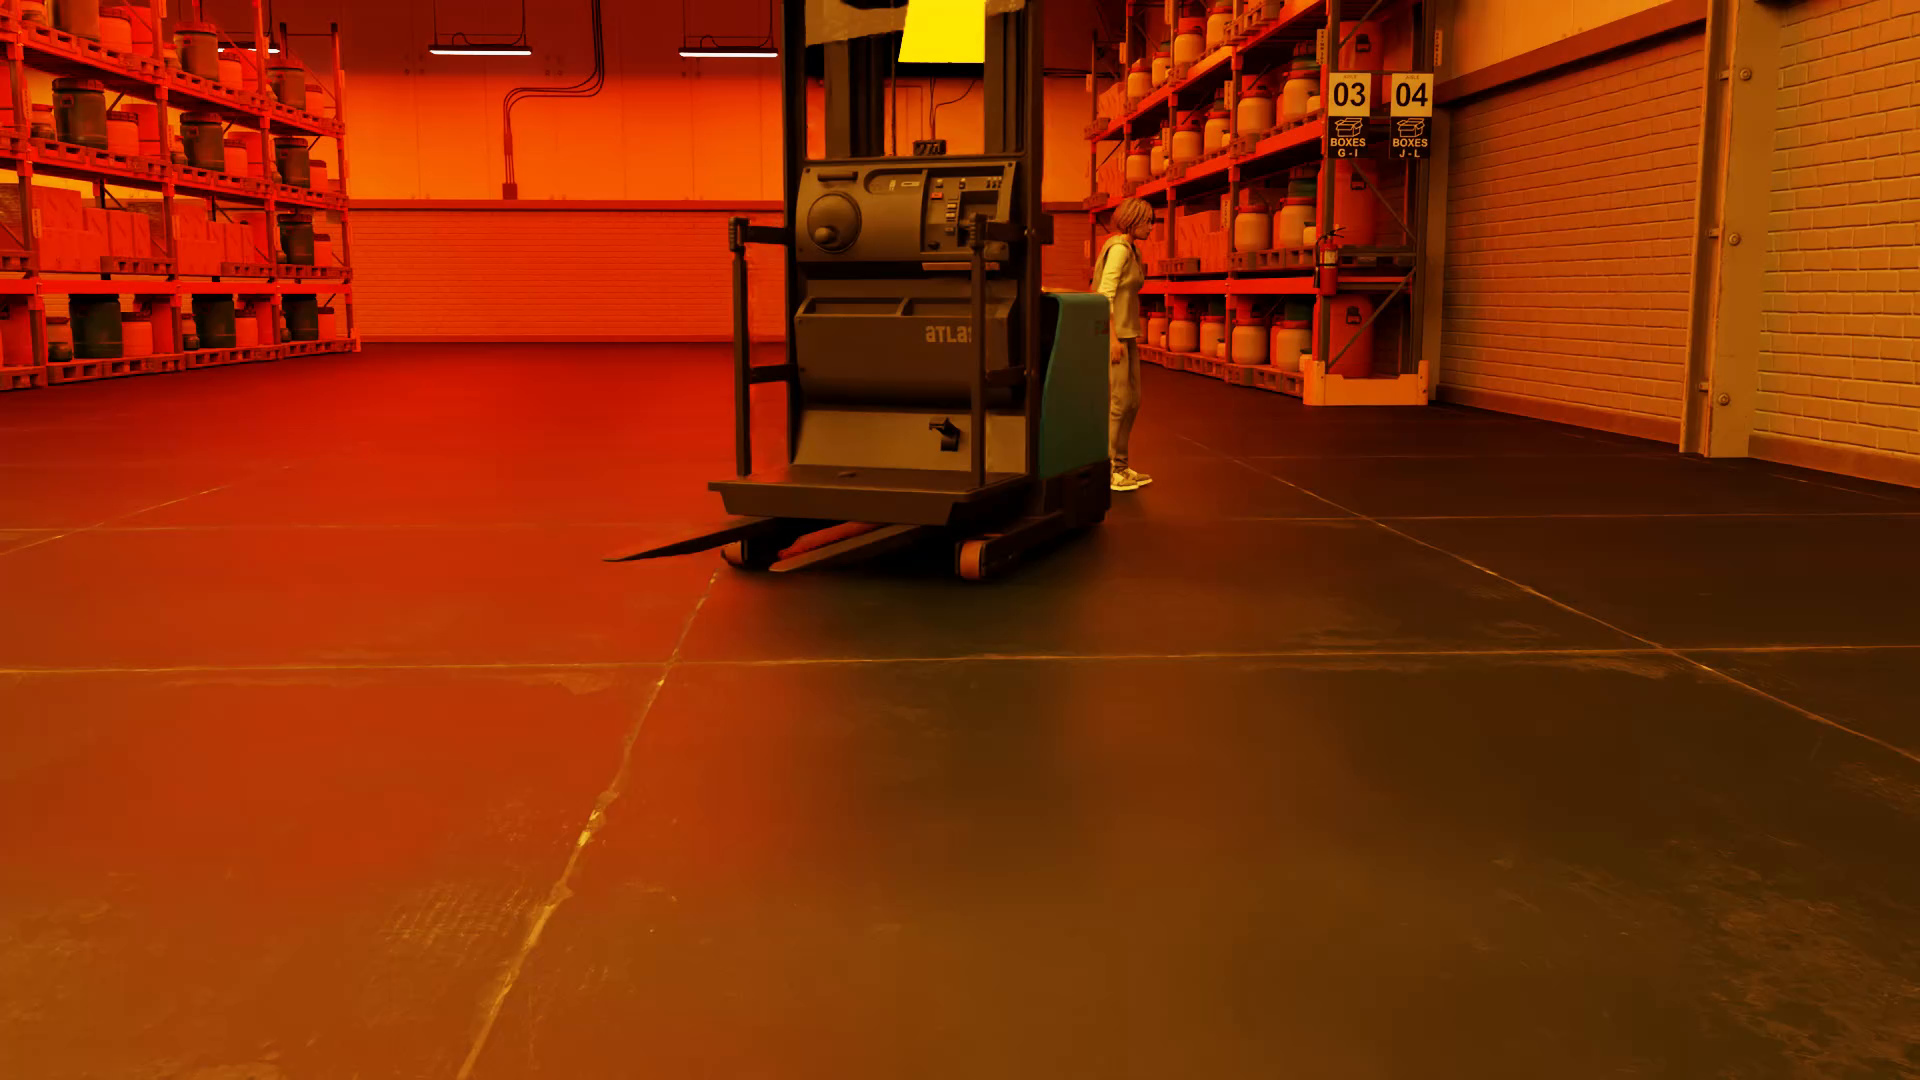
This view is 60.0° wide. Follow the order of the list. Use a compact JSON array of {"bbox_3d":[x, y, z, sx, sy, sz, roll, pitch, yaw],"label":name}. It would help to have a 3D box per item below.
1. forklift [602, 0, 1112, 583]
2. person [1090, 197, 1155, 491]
[{"bbox_3d":[-0.298,-1.357,6.473,1.130,2.935,3.031,3,9,21],"label":"forklift"},{"bbox_3d":[0.888,-1.084,9.199,0.349,1.590,0.469,3,9,20],"label":"person"}]
